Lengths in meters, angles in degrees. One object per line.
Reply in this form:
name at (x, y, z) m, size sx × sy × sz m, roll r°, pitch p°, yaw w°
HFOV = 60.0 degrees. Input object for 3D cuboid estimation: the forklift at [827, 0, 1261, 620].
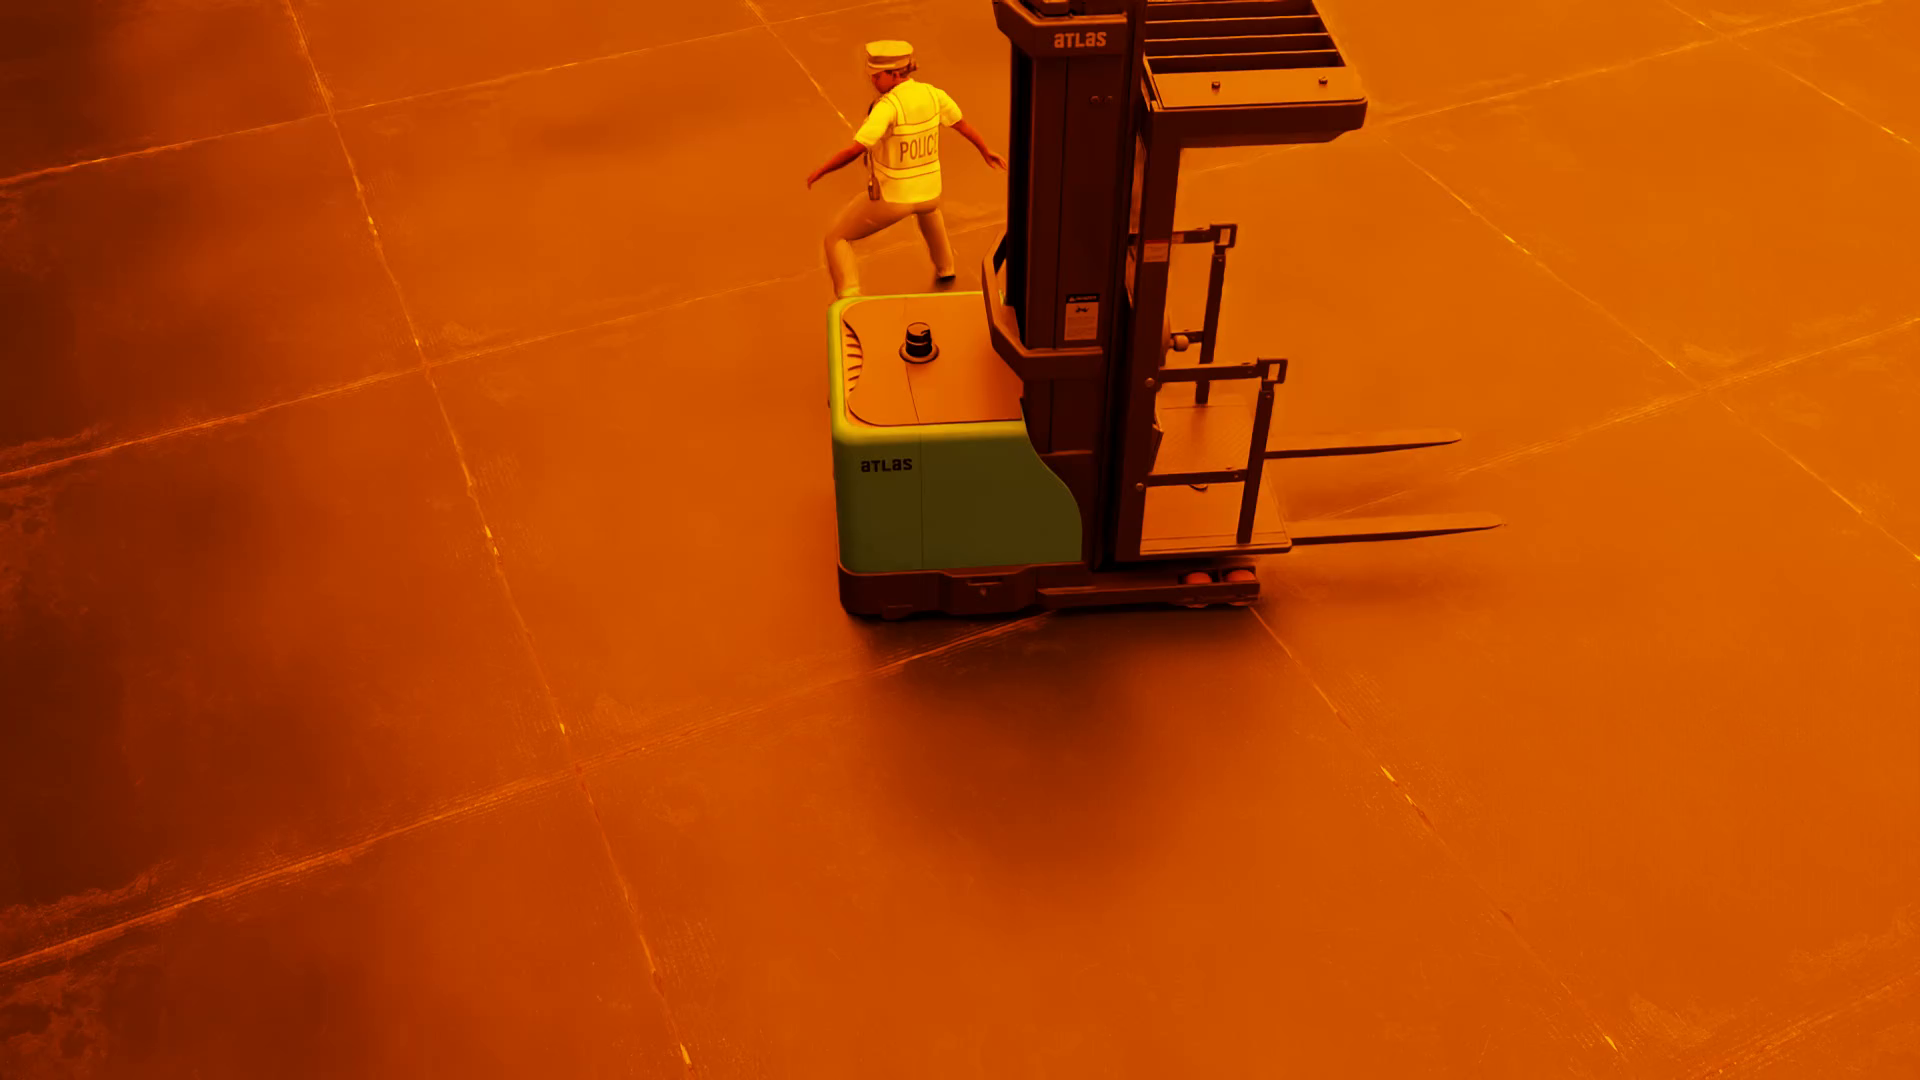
forklift at (0.938, -1.124, 6.884) m, size 3.031 × 2.935 × 1.130 m, roll -3°, pitch 43°, yaw -3°

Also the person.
person at (-0.366, -1.898, 8.713) m, size 0.901 × 1.428 × 0.463 m, roll -27°, pitch 49°, yaw -26°
